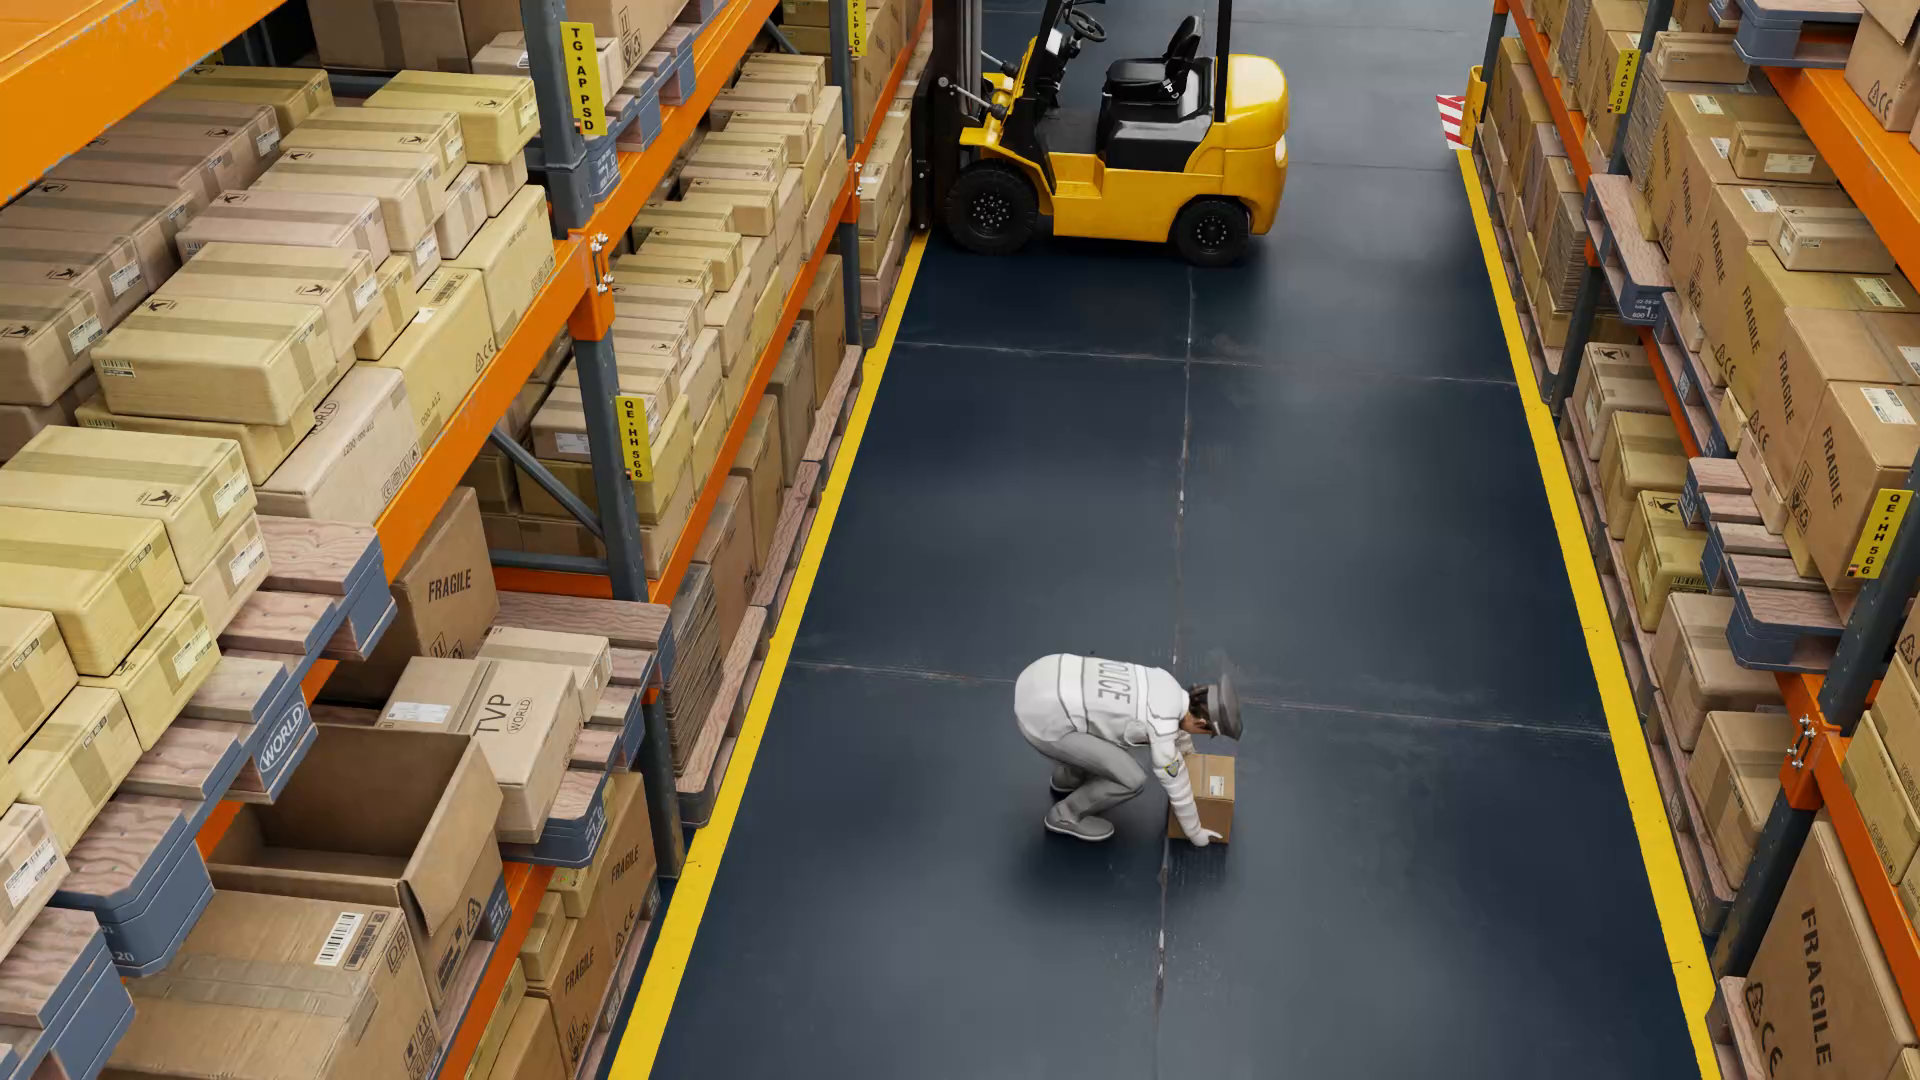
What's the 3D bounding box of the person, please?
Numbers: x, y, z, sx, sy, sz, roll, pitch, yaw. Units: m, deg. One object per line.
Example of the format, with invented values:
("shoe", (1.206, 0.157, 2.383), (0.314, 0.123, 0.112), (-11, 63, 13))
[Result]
("person", (0.669, 0.831, 6.687), (0.908, 0.790, 0.464), (3, 36, 4))
